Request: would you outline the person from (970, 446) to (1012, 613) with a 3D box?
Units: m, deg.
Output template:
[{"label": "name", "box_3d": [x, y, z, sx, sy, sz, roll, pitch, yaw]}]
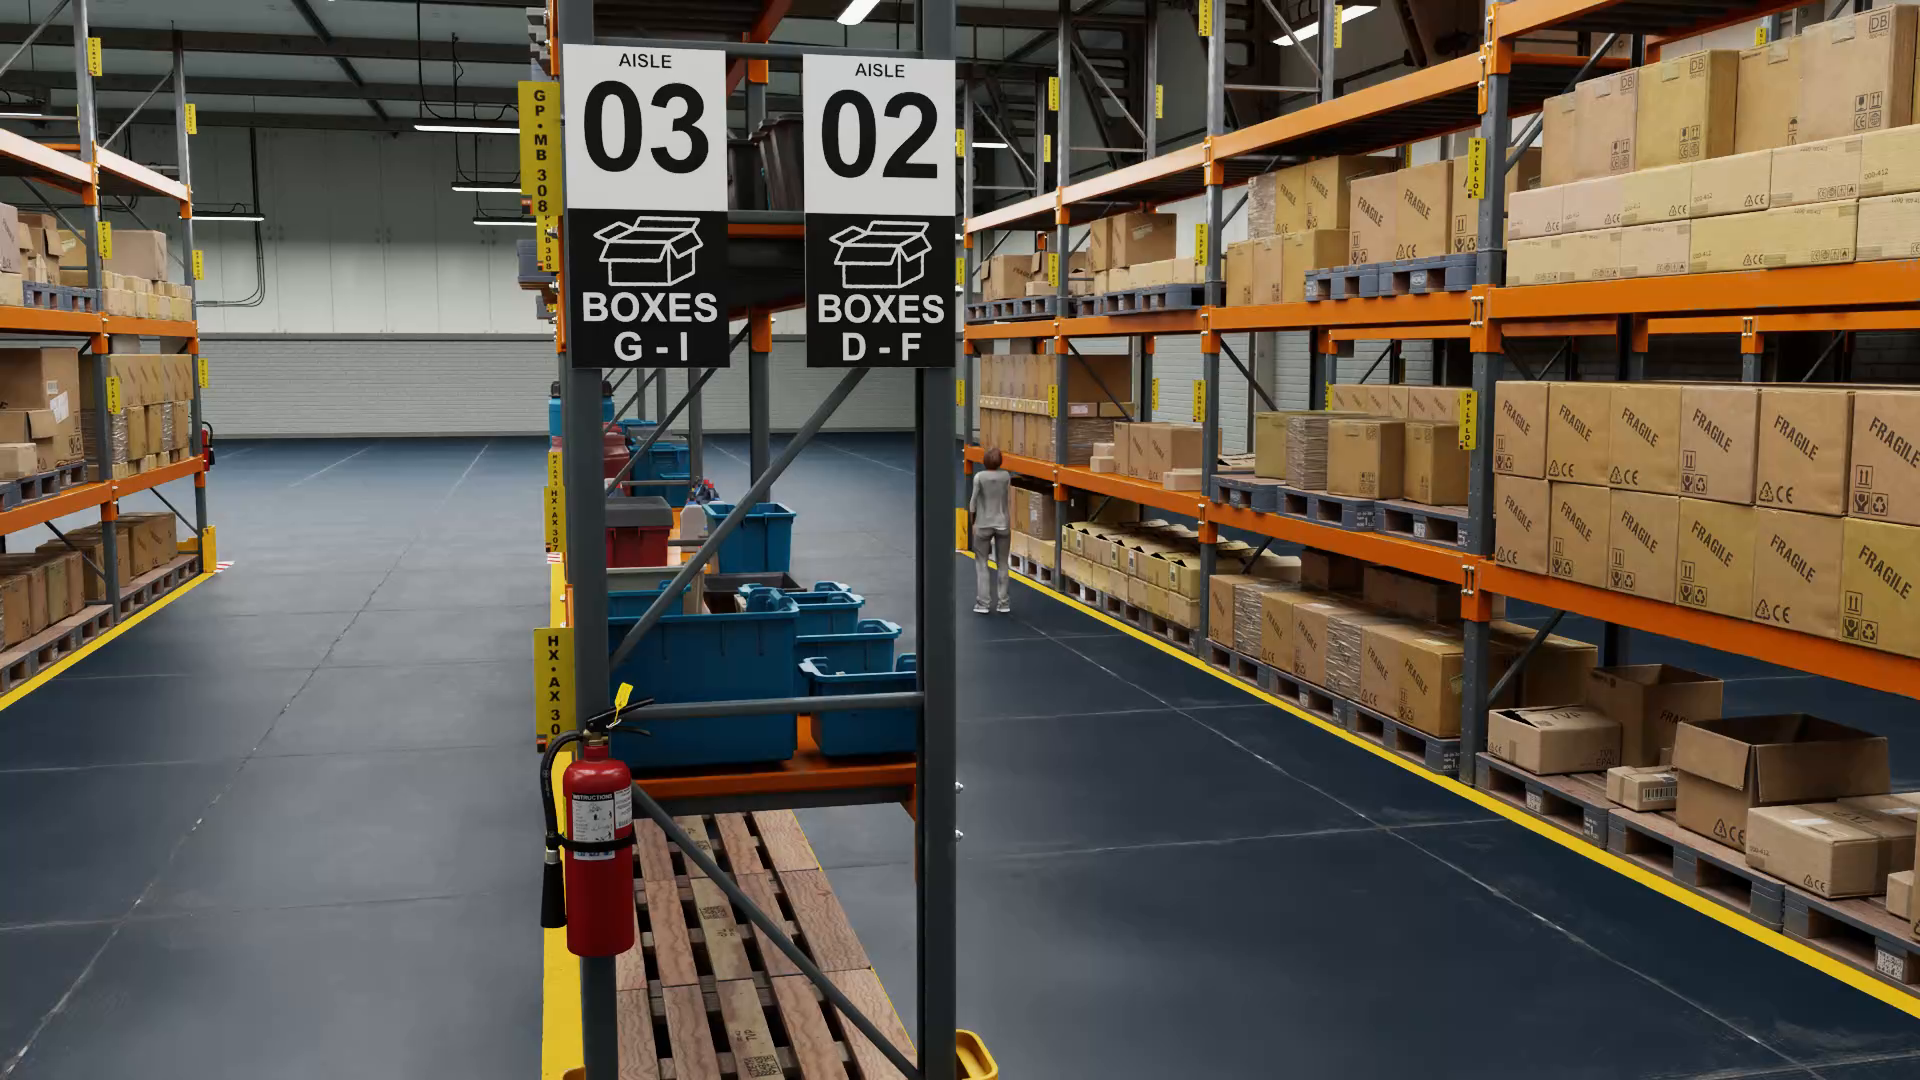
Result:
[{"label": "person", "box_3d": [0.290, -0.107, 15.867, 0.404, 1.594, 0.494, -1, 6, -12]}]
